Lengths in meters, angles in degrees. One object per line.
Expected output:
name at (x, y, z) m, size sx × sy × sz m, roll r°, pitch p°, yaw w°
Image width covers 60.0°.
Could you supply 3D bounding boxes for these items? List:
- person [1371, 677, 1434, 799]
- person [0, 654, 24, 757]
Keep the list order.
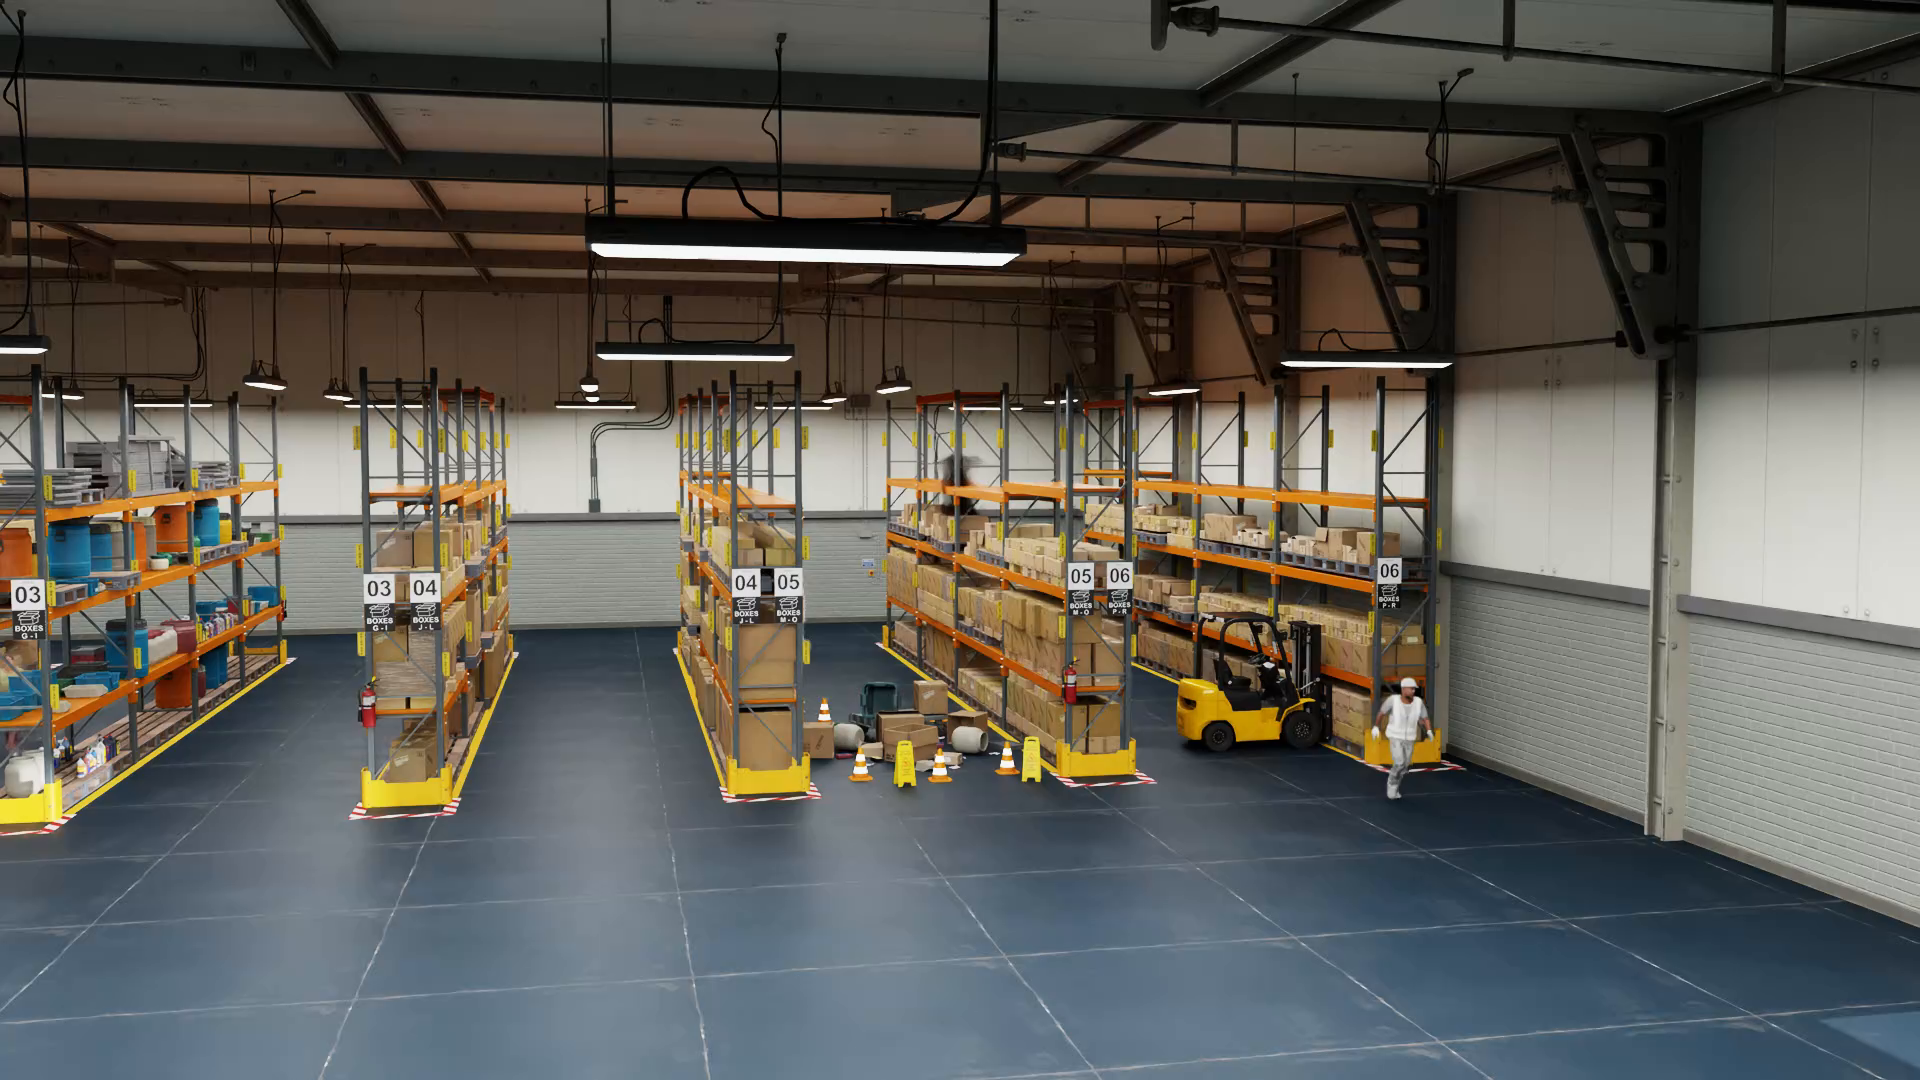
person at (6.154, 2.751, 22.988) m, size 0.659 × 1.729 × 0.817 m, roll -1°, pitch 3°, yaw -11°
person at (-15.196, 2.610, 26.587) m, size 0.567 × 1.630 × 0.867 m, roll -2°, pitch 4°, yaw -26°
